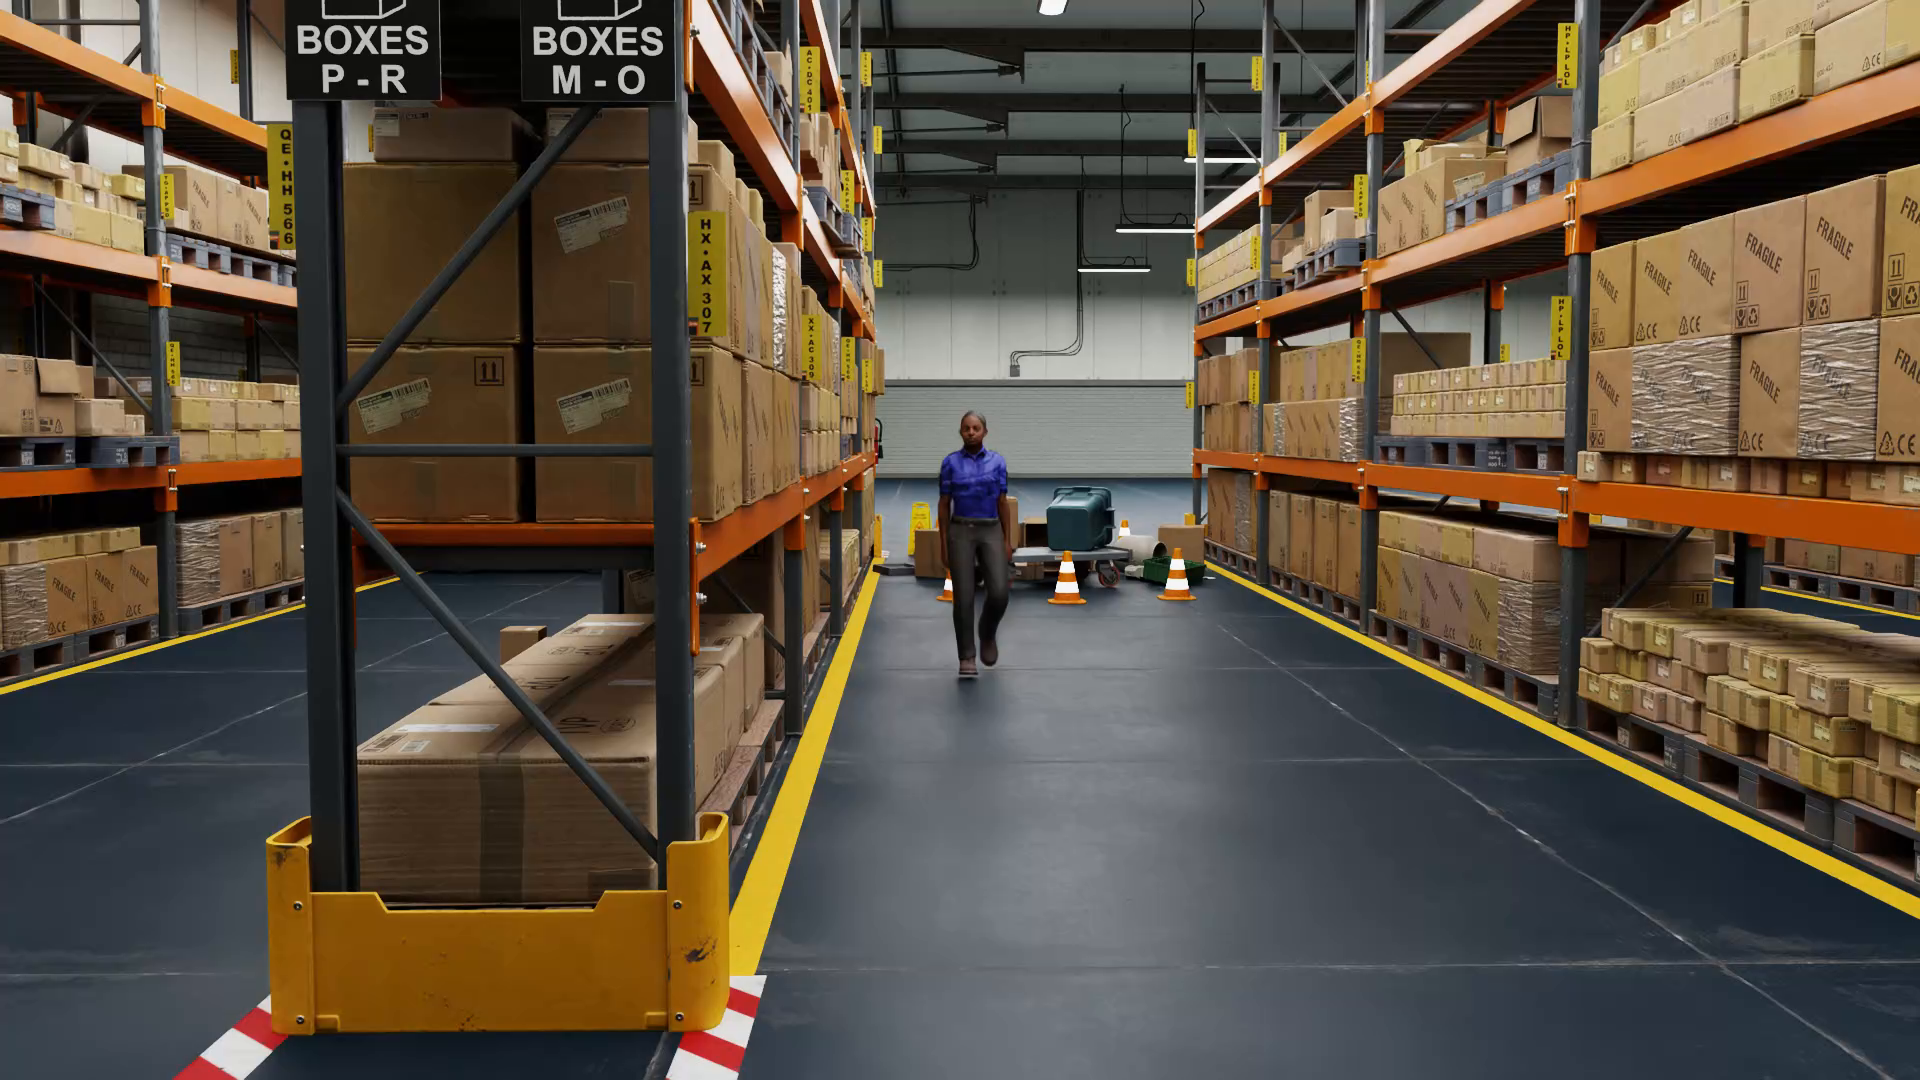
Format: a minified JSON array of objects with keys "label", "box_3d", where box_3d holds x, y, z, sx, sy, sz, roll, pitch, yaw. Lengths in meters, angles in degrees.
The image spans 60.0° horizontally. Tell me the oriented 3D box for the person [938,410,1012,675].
[{"label":"person","box_3d":[0.096,0.011,10.480,0.472,1.651,0.472,0,4,-1]}]
